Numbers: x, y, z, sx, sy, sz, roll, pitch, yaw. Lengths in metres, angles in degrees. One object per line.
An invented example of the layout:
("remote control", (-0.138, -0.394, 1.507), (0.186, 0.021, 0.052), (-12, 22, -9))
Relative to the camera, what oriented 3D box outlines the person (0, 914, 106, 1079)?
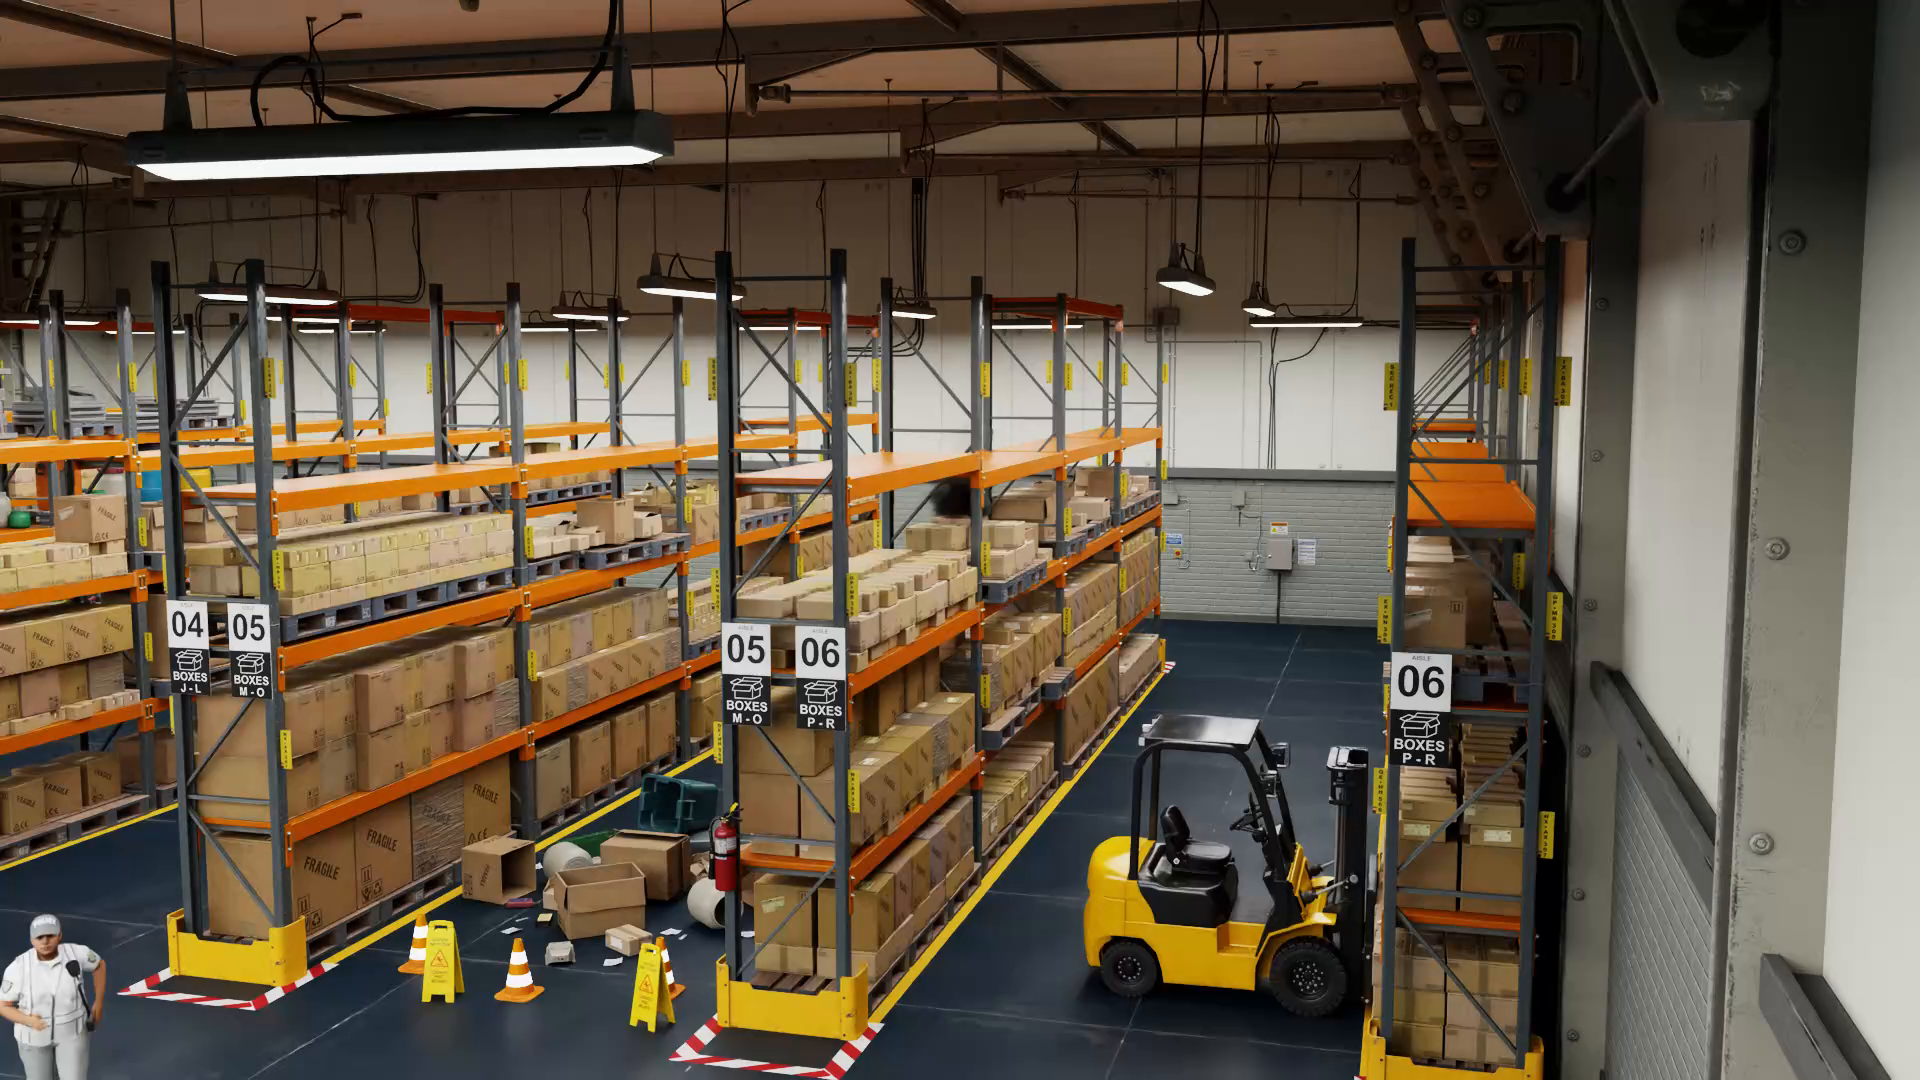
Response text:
("person", (-5.815, 3.235, 10.692), (0.615, 1.724, 0.712), (-3, 7, -27))
